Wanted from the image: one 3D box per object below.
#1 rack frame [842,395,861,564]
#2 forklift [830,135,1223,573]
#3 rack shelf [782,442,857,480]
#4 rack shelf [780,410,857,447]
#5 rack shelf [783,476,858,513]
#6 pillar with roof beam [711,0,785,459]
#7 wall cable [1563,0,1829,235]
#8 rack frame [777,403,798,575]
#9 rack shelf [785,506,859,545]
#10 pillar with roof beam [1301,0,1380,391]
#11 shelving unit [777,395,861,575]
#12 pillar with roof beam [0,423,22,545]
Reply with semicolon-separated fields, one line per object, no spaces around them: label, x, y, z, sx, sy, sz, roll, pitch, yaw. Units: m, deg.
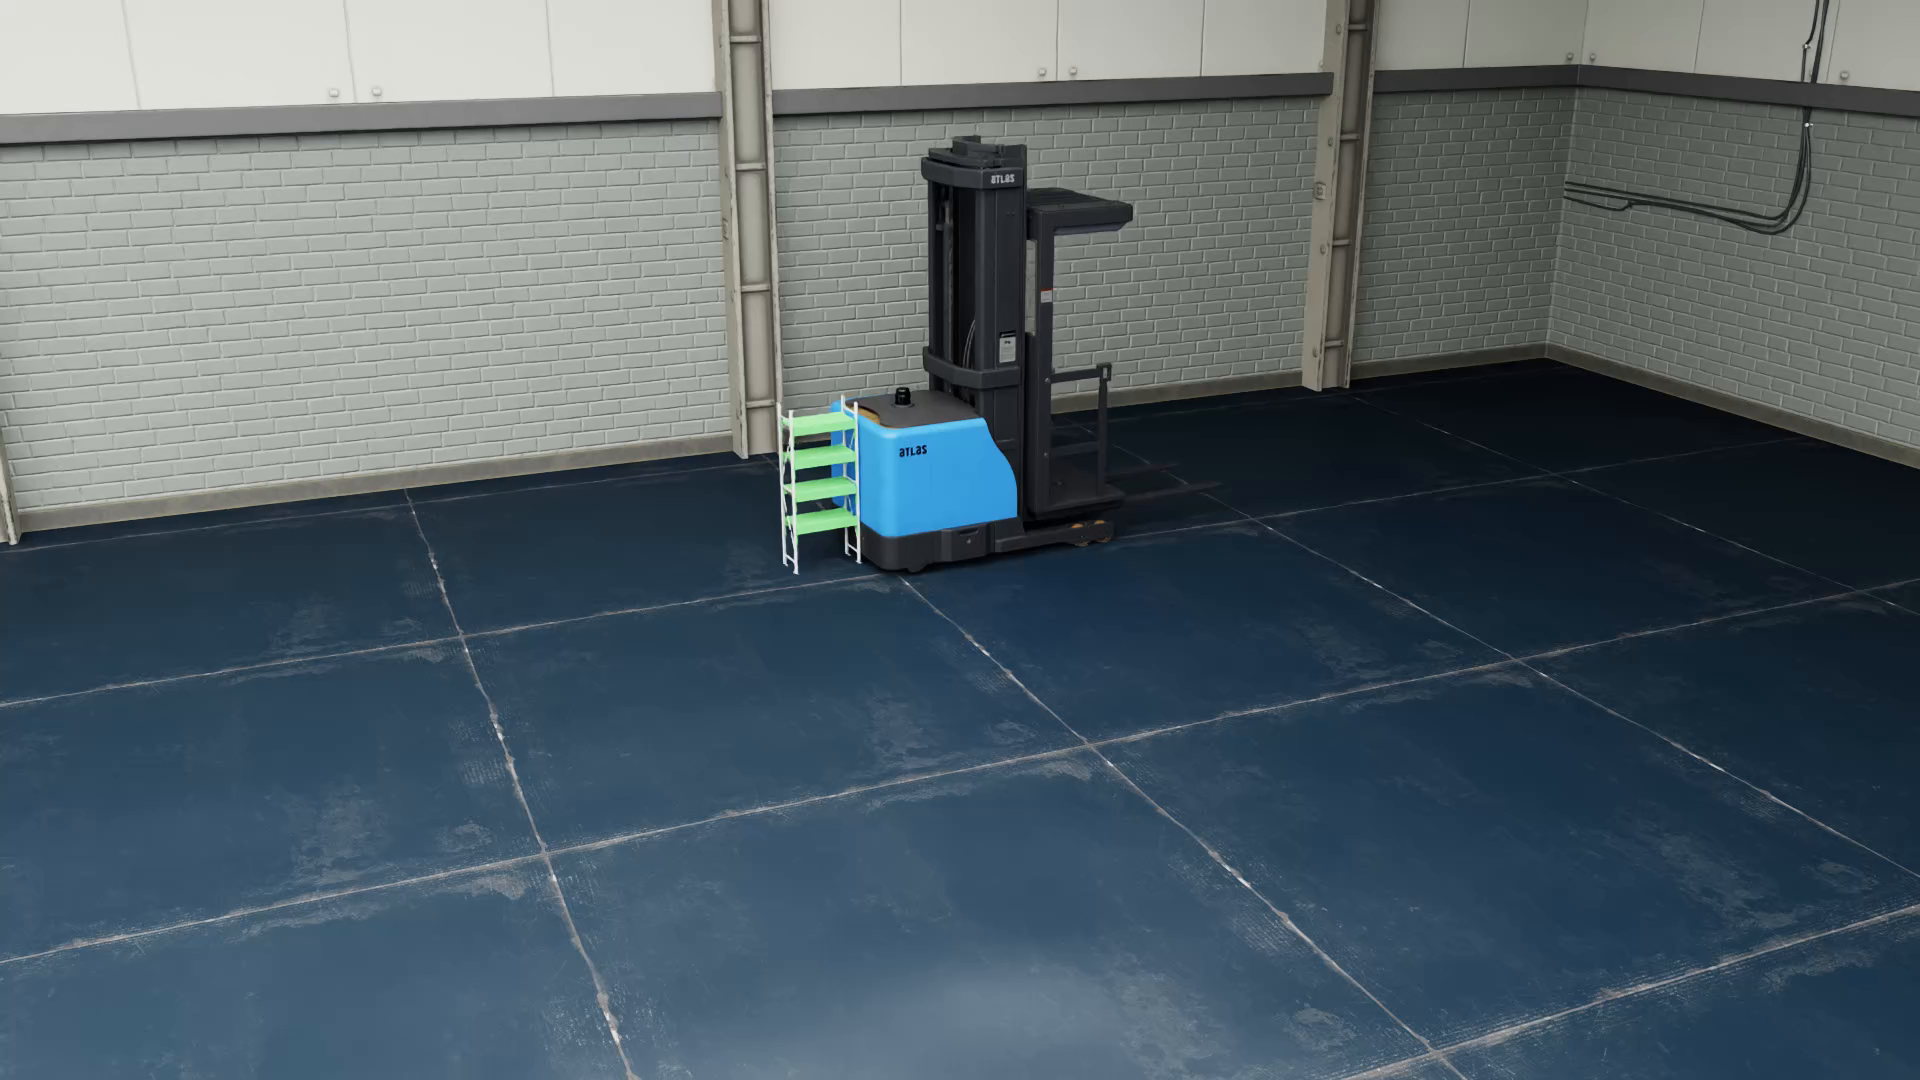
rack frame;-0.782;-0.430;11.936;0.015;1.200;0.240;-10;22;-26
forklift;0.581;-1.477;12.305;3.031;2.935;1.130;-10;22;-26
rack shelf;-0.998;-0.559;11.772;0.480;0.148;0.258;-10;22;-26
rack shelf;-0.998;-0.785;11.692;0.480;0.148;0.258;-10;22;-26
rack shelf;-0.998;-0.332;11.852;0.480;0.148;0.258;-10;22;-26
pillar with roof beam;-0.078;-3.715;9.522;0.400;9.000;9.100;-8;21;-22
wall cable;6.955;-4.336;15.964;0.112;2.526;3.097;-8;21;-22
rack frame;-1.215;-0.355;11.724;0.015;1.200;0.240;-10;22;-26
rack shelf;-0.998;-0.106;11.931;0.480;0.148;0.258;-10;22;-26
pillar with roof beam;5.431;-4.504;11.764;0.400;9.000;9.100;-8;21;-22
shelving unit;-0.998;-0.393;11.830;0.503;1.200;0.258;-10;22;-26
pillar with roof beam;-5.588;-2.925;7.280;0.400;9.000;9.100;-8;21;-22
